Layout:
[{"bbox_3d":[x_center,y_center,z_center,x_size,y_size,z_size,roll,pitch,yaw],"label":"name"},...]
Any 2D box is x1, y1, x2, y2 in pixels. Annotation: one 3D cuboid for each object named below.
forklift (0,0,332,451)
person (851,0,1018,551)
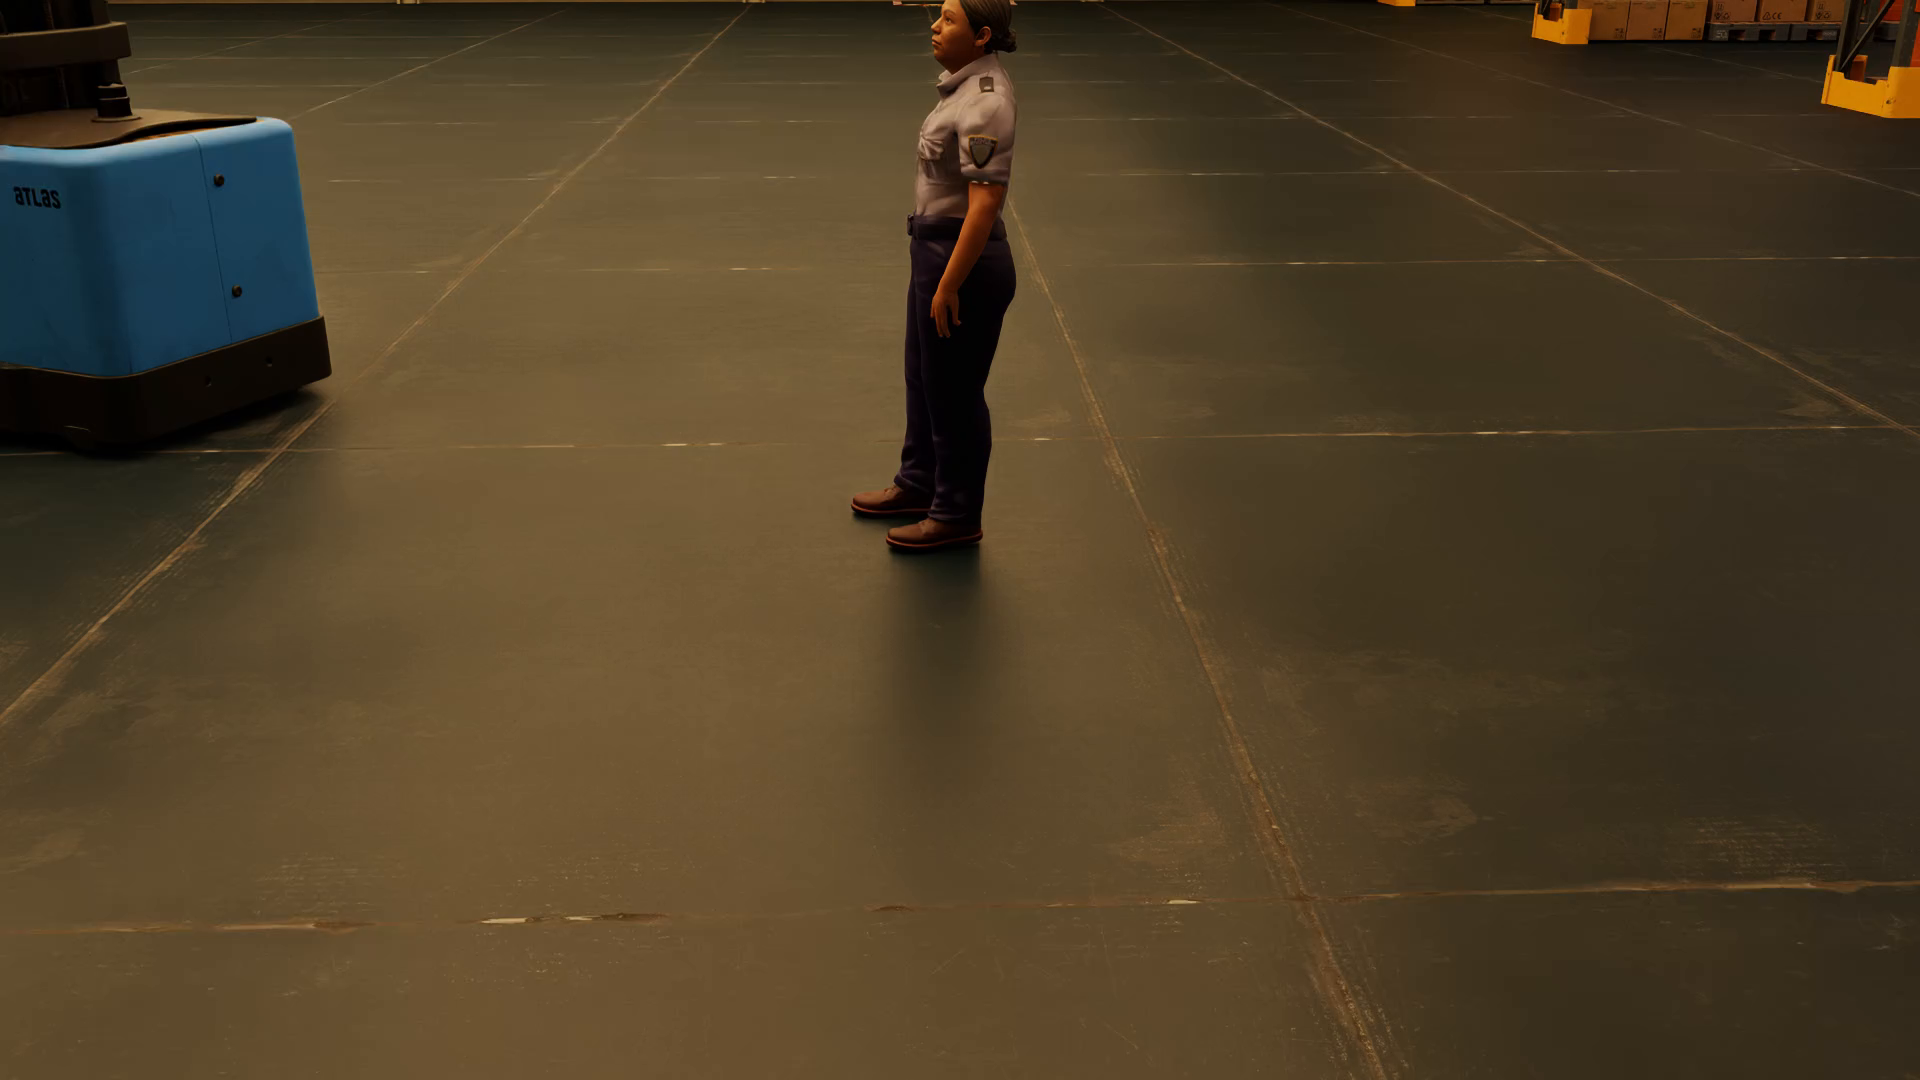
[{"bbox_3d":[-4.084,-2.015,6.294,3.031,2.935,1.130,9,23,21],"label":"forklift"},{"bbox_3d":[-0.090,-0.781,4.886,0.503,1.651,0.598,-1,21,-3],"label":"person"}]
